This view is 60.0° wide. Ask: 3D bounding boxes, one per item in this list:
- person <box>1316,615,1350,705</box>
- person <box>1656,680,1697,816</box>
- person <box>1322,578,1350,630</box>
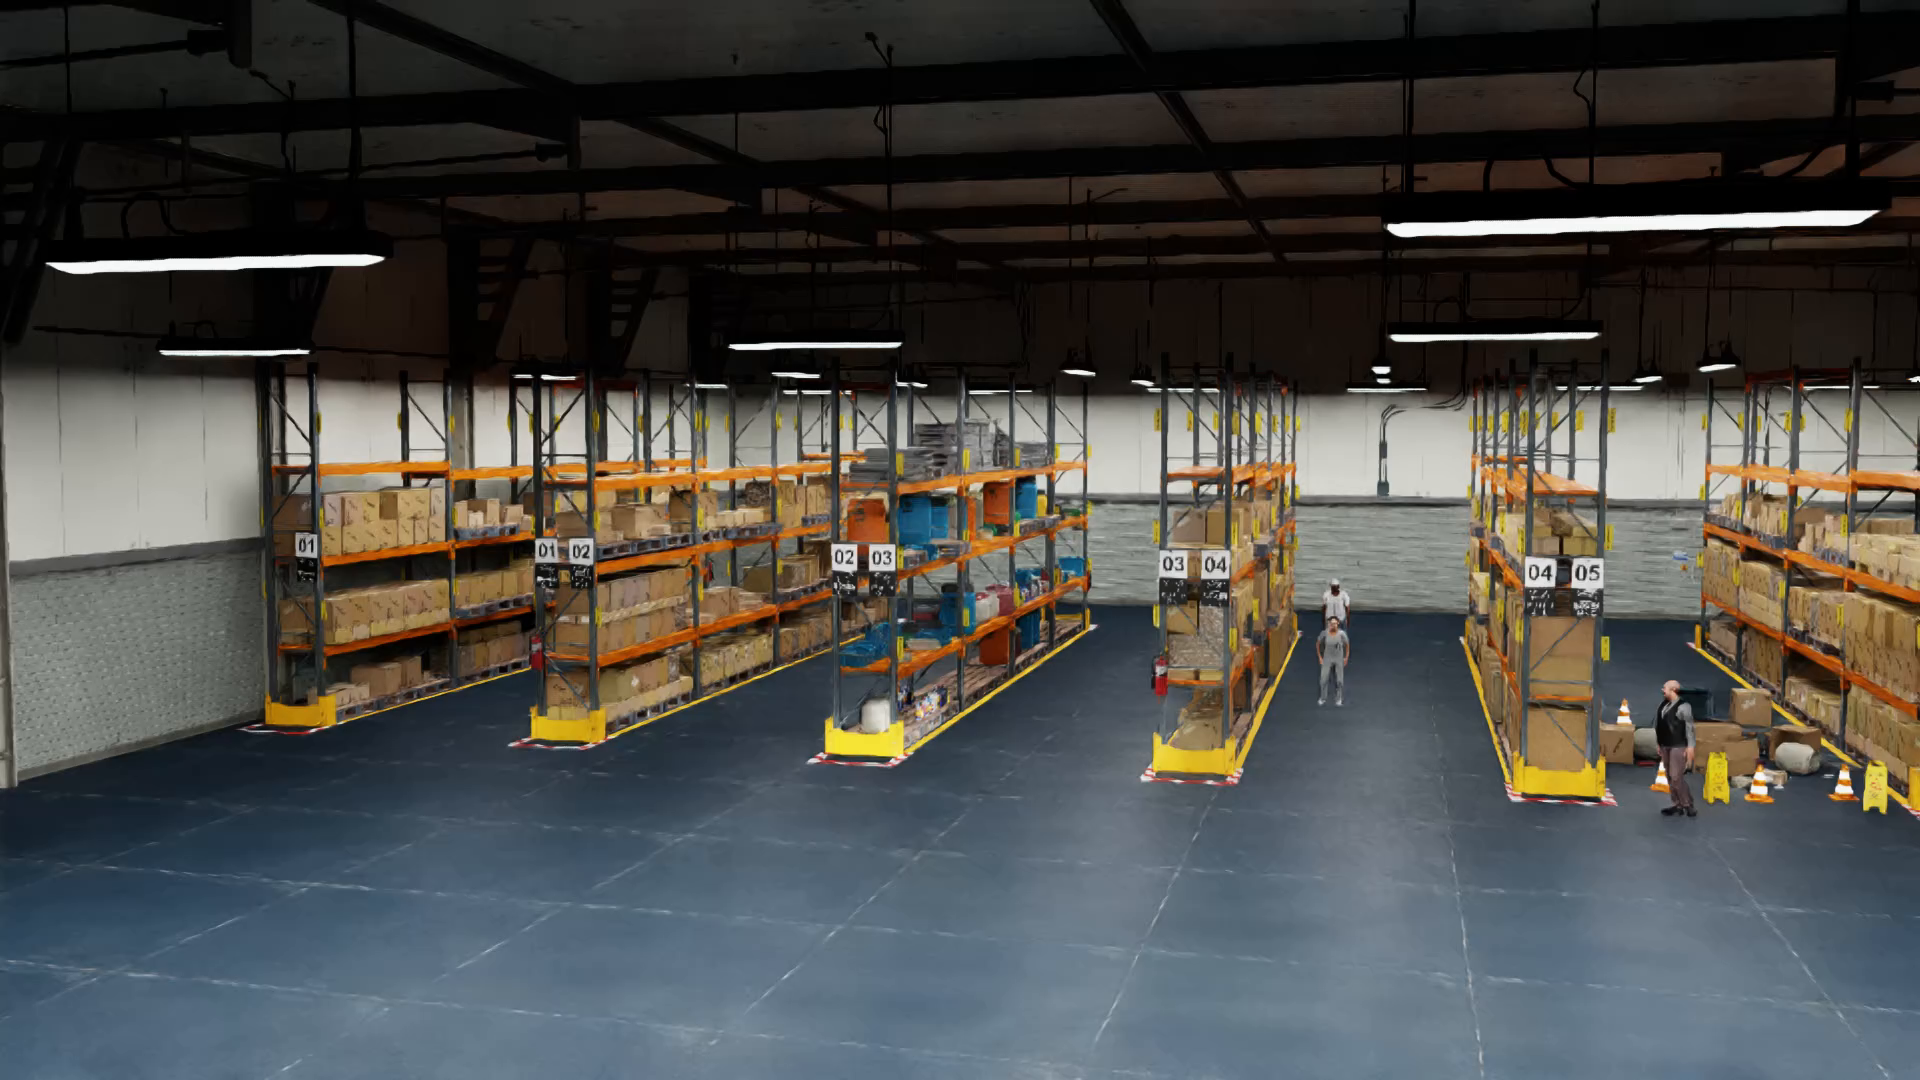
[{"bbox_3d":[6.600,2.130,29.443,0.580,1.619,0.506,1,4,13],"label":"person"},{"bbox_3d":[9.132,2.643,21.209,0.398,1.715,0.632,-1,4,-17],"label":"person"},{"bbox_3d":[8.004,1.657,35.405,0.591,1.716,1.042,1,4,13],"label":"person"}]
